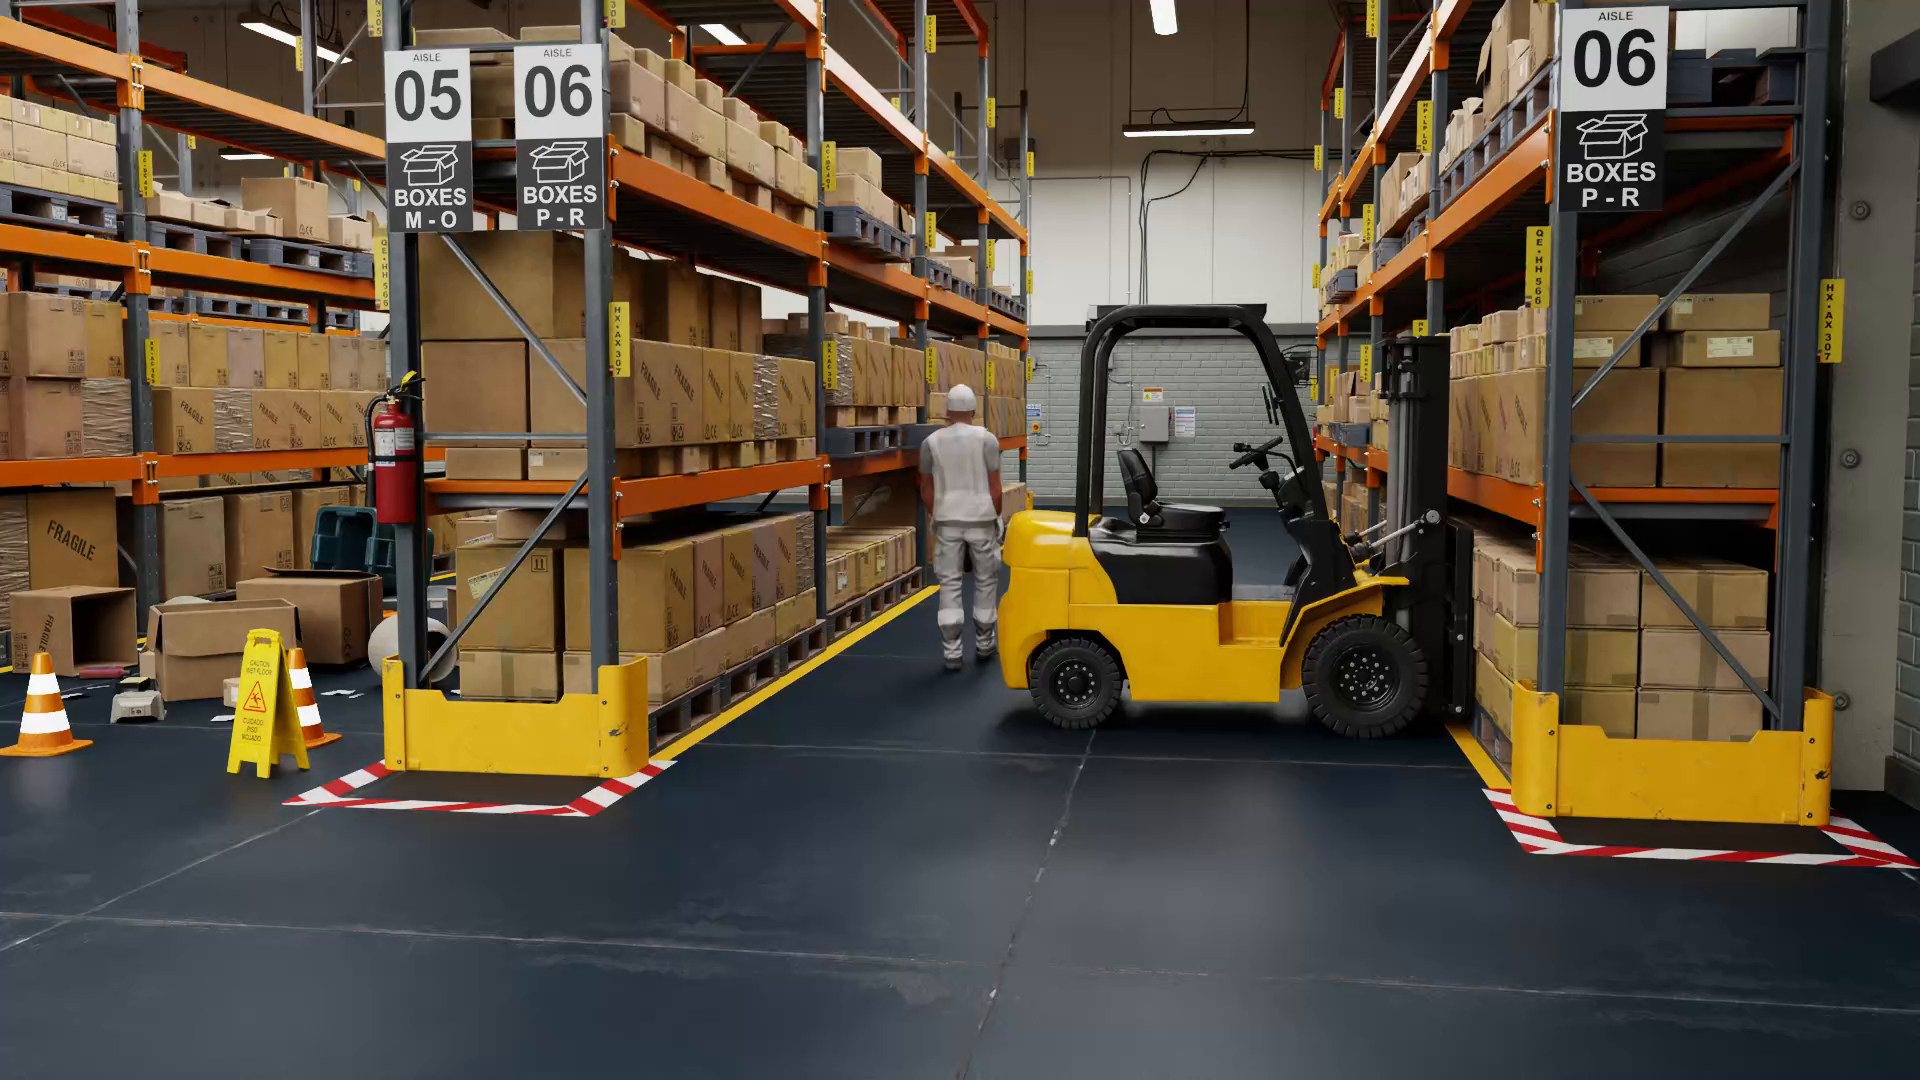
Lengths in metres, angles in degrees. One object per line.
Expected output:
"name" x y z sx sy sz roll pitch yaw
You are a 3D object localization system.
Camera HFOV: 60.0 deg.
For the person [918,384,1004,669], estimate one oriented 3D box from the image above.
"person" 0.018 -0.107 10.666 0.544 1.772 0.762 1 4 7
